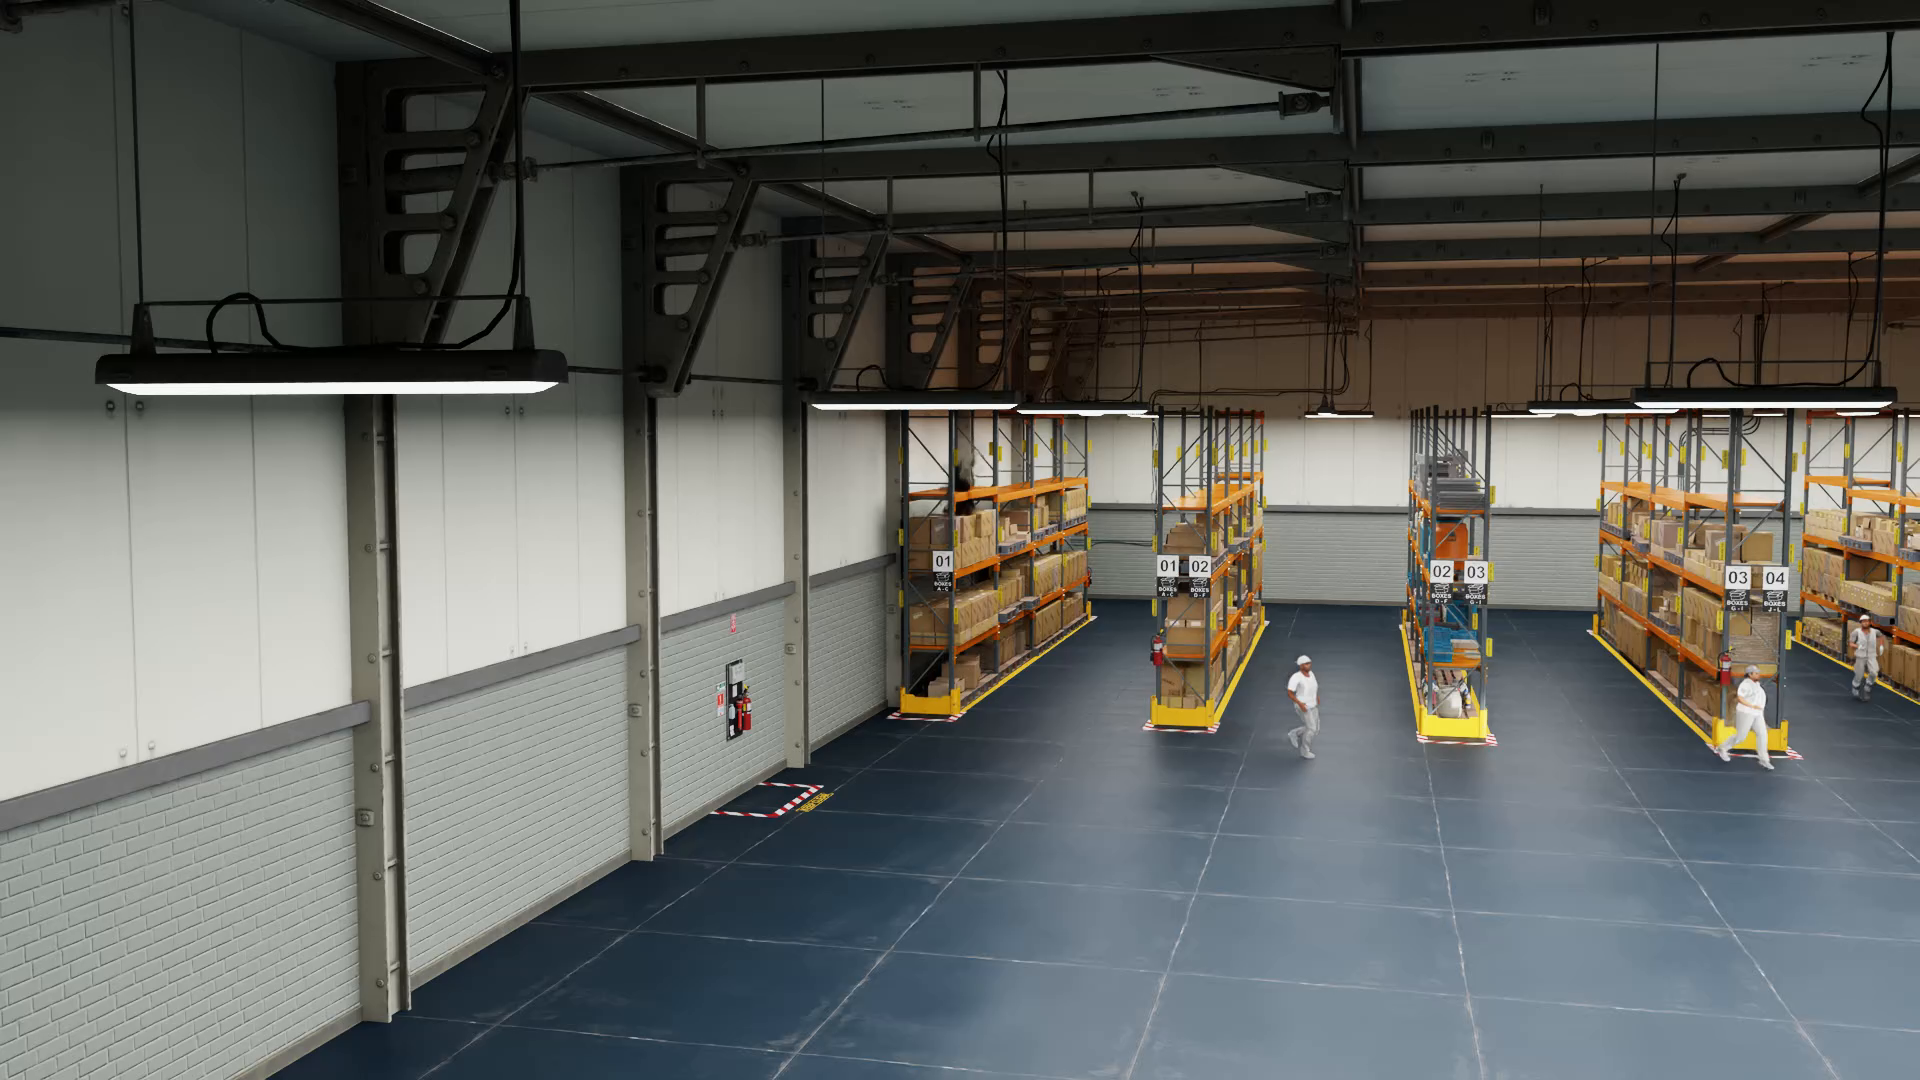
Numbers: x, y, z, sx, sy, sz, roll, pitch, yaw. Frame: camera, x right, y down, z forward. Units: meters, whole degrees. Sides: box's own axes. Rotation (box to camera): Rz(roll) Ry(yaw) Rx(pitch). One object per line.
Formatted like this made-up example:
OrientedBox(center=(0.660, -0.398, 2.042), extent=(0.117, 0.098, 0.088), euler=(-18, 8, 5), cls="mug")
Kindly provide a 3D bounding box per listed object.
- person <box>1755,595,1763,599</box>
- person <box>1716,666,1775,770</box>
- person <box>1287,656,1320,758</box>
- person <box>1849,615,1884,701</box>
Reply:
OrientedBox(center=(20.863, 1.798, 43.837), extent=(0.656, 1.597, 0.522), euler=(4, 5, 42), cls="person")
OrientedBox(center=(13.114, 2.912, 27.583), extent=(0.648, 1.666, 0.954), euler=(-3, 5, -34), cls="person")
OrientedBox(center=(5.846, 2.830, 28.379), extent=(0.582, 1.735, 0.693), euler=(4, 6, 45), cls="person")
OrientedBox(center=(18.449, 2.394, 33.842), extent=(0.675, 1.748, 0.852), euler=(1, 4, 18), cls="person")
